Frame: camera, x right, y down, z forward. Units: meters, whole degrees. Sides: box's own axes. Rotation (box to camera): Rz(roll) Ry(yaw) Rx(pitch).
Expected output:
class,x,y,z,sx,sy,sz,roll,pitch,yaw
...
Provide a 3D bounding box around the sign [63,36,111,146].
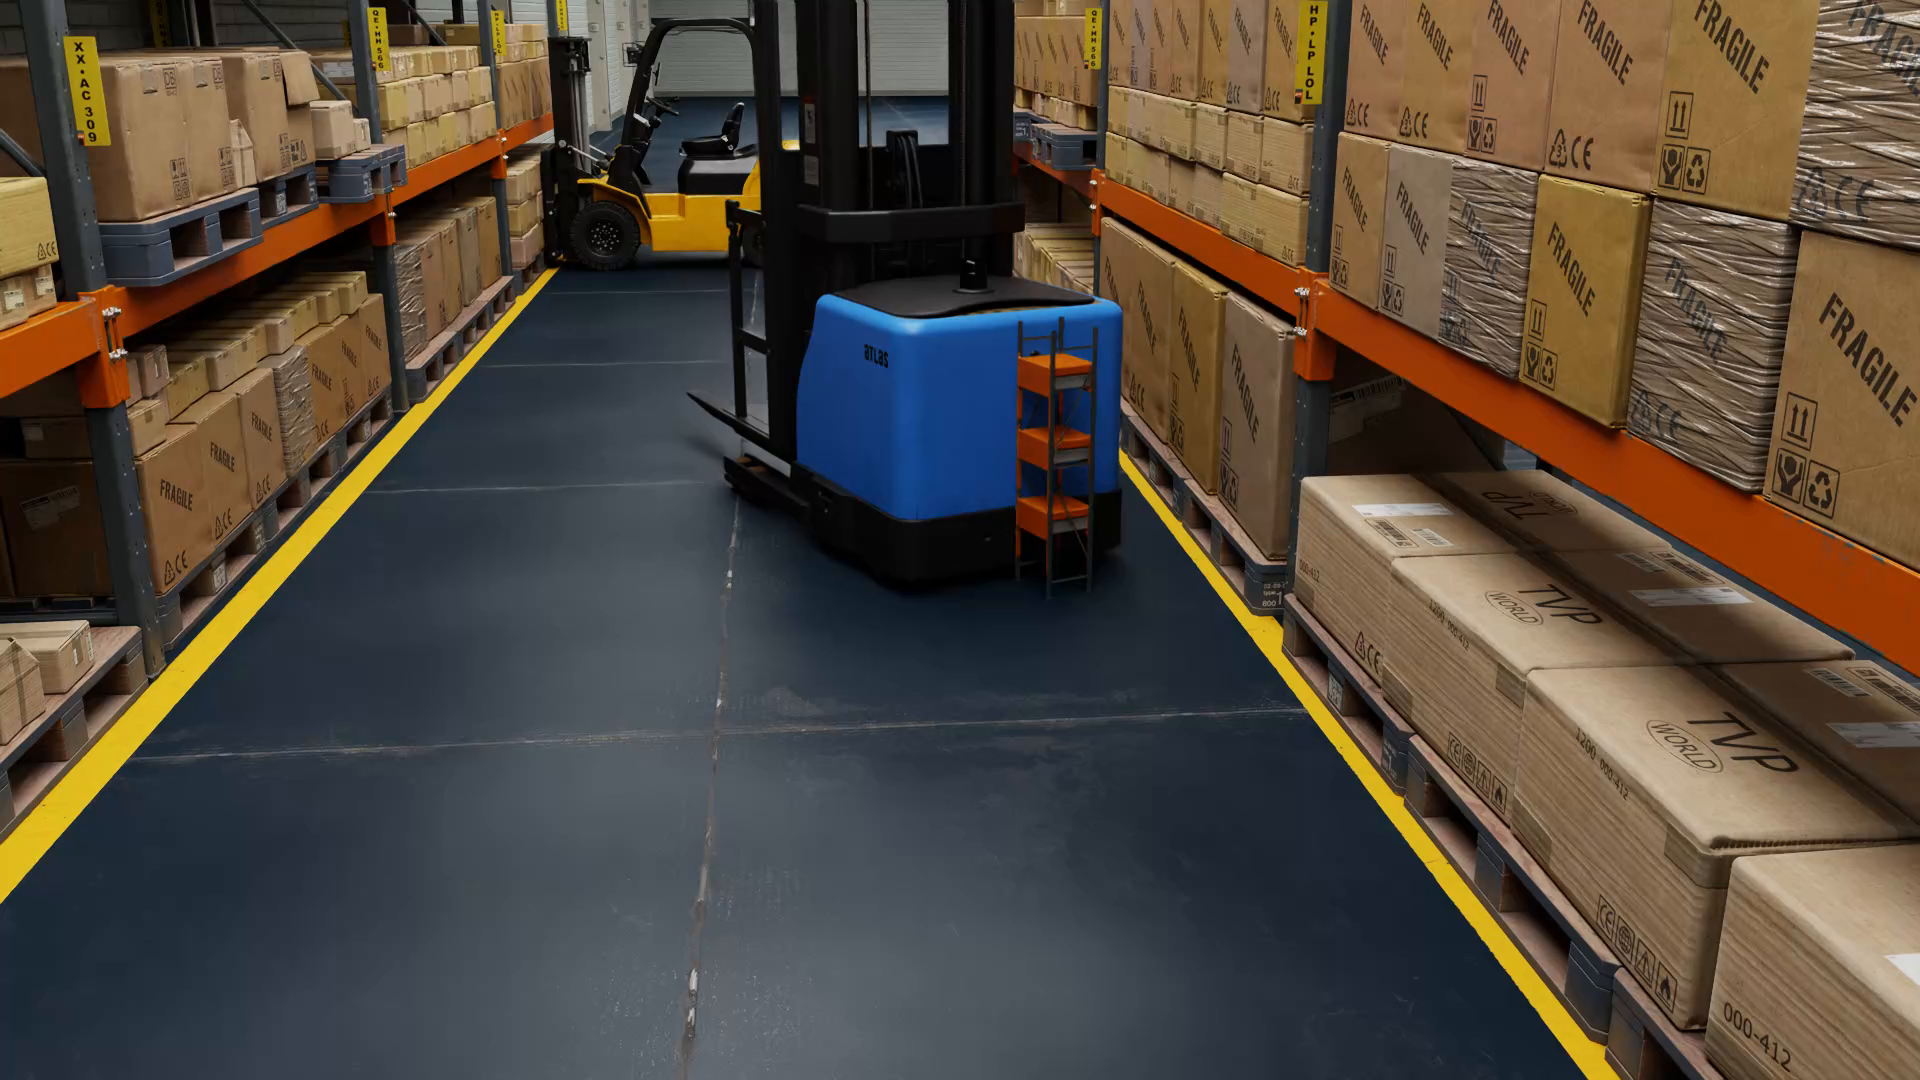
class,x,y,z,sx,sy,sz,roll,pitch,yaw
sign,-2.701,-1.386,5.138,0.100,0.325,0.005,-2,18,-6

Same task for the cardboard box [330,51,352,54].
class,x,y,z,sx,sy,sz,roll,pitch,yaw
cardboard box,-4.065,-3.050,10.635,0.380,0.149,0.250,-1,17,-4

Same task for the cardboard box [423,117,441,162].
class,x,y,z,sx,sy,sz,roll,pitch,yaw
cardboard box,-3.562,-2.517,10.436,0.500,0.250,0.500,-2,18,-7

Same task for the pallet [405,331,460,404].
class,x,y,z,sx,sy,sz,roll,pitch,yaw
pallet,-3.698,-1.061,10.206,1.003,0.211,1.213,-2,18,-6

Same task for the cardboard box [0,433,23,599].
class,x,y,z,sx,sy,sz,roll,pitch,yaw
cardboard box,-3.585,-0.099,5.955,0.500,0.500,0.500,-2,18,-6

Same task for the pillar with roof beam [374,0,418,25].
class,x,y,z,sx,sy,sz,roll,pitch,yaw
pillar with roof beam,-1.020,-7.289,15.370,9.100,9.000,0.400,-2,18,-6

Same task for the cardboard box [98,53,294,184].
class,x,y,z,sx,sy,sz,roll,pitch,yaw
cardboard box,-3.202,-1.741,6.846,0.700,0.500,0.500,-2,18,-6

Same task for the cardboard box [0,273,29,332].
class,x,y,z,sx,sy,sz,roll,pitch,yaw
cardboard box,-2.907,-0.670,4.722,0.380,0.149,0.250,-1,17,-4

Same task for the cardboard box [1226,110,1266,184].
class,x,y,z,sx,sy,sz,roll,pitch,yaw
cardboard box,1.351,-1.548,6.514,0.500,0.250,0.500,-1,17,-4

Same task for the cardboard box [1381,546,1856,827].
class,x,y,z,sx,sy,sz,roll,pitch,yaw
cardboard box,1.748,0.371,4.564,0.875,0.438,0.875,-2,18,-7

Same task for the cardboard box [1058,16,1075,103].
class,x,y,z,sx,sy,sz,roll,pitch,yaw
cardboard box,0.897,-2.970,10.266,0.500,0.500,0.500,-2,18,-7

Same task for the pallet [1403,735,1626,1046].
class,x,y,z,sx,sy,sz,roll,pitch,yaw
pallet,1.827,0.816,4.227,1.003,0.211,1.213,-2,18,-6

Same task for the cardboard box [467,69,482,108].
class,x,y,z,sx,sy,sz,roll,pitch,yaw
cardboard box,-3.700,-3.213,11.818,0.500,0.250,0.500,-2,18,-7

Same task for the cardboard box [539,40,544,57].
class,x,y,z,sx,sy,sz,roll,pitch,yaw
cardboard box,-4.141,-4.637,15.689,0.380,0.149,0.250,-1,17,-5

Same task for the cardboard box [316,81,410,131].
class,x,y,z,sx,sy,sz,roll,pitch,yaw
cardboard box,-3.430,-2.453,9.398,0.500,0.250,0.500,-2,18,-6

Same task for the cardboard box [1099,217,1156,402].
class,x,y,z,sx,sy,sz,roll,pitch,yaw
cardboard box,1.273,-1.278,9.086,0.875,0.875,0.875,-2,18,-6

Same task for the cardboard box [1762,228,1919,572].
class,x,y,z,sx,sy,sz,roll,pitch,yaw
cardboard box,1.760,-0.250,2.797,0.500,0.500,0.500,-2,18,-7

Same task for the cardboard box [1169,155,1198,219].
class,x,y,z,sx,sy,sz,roll,pitch,yaw
cardboard box,1.258,-1.619,7.576,0.500,0.250,0.500,-2,18,-6

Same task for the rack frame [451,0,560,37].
class,x,y,z,sx,sy,sz,roll,pitch,yaw
rack frame,-4.477,-4.529,16.595,1.000,3.000,0.127,-2,18,-6

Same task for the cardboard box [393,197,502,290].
class,x,y,z,sx,sy,sz,roll,pitch,yaw
cardboard box,-4.000,-2.249,12.598,0.875,0.625,0.625,-1,17,-3

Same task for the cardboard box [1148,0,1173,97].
class,x,y,z,sx,sy,sz,roll,pitch,yaw
cardboard box,1.191,-2.368,7.876,0.500,0.500,0.500,-1,17,-4

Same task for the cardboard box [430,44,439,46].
class,x,y,z,sx,sy,sz,roll,pitch,yaw
cardboard box,-4.433,-3.935,13.452,0.380,0.149,0.250,-1,17,-4

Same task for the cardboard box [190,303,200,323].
class,x,y,z,sx,sy,sz,roll,pitch,yaw
cardboard box,-3.867,-1.062,7.942,0.380,0.149,0.250,-3,18,-8

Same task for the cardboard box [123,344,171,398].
class,x,y,z,sx,sy,sz,roll,pitch,yaw
cardboard box,-3.087,-0.604,5.985,0.380,0.149,0.250,-3,18,-8

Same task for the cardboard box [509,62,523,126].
class,x,y,z,sx,sy,sz,roll,pitch,yaw
cardboard box,-3.921,-3.680,13.723,0.500,0.500,0.500,-1,17,-5

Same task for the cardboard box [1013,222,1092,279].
class,x,y,z,sx,sy,sz,roll,pitch,yaw
cardboard box,0.928,-2.282,13.124,0.950,0.372,0.625,-2,17,-5

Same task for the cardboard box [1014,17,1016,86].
class,x,y,z,sx,sy,sz,roll,pitch,yaw
cardboard box,0.635,-3.733,12.695,0.500,0.500,0.500,-1,17,-4

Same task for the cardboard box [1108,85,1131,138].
class,x,y,z,sx,sy,sz,roll,pitch,yaw
cardboard box,1.091,-2.308,8.937,0.500,0.250,0.500,-2,18,-6

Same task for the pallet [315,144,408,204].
class,x,y,z,sx,sy,sz,roll,pitch,yaw
pallet,-3.513,-1.854,8.395,1.213,0.211,1.003,-2,18,-6

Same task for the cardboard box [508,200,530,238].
class,x,y,z,sx,sy,sz,roll,pitch,yaw
cardboard box,-3.808,-2.618,13.562,0.500,0.250,0.500,-2,18,-6

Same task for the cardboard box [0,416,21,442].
class,x,y,z,sx,sy,sz,roll,pitch,yaw
cardboard box,-3.597,-0.450,5.991,0.380,0.149,0.250,-2,18,-6

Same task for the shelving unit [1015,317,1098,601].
class,x,y,z,sx,sy,sz,roll,pitch,yaw
shelving unit,0.368,-0.313,6.423,0.215,1.050,0.252,-9,20,-27

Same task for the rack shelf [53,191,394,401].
class,x,y,z,sx,sy,sz,roll,pitch,yaw
rack shelf,-3.446,-1.206,7.213,1.077,0.370,4.000,-2,18,-6

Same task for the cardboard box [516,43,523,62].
class,x,y,z,sx,sy,sz,roll,pitch,yaw
cardboard box,-3.896,-4.105,13.996,0.380,0.149,0.250,-2,18,-6

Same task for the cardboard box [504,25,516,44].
class,x,y,z,sx,sy,sz,roll,pitch,yaw
cardboard box,-3.879,-4.171,13.709,0.380,0.149,0.250,-1,17,-4

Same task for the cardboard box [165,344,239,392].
class,x,y,z,sx,sy,sz,roll,pitch,yaw
cardboard box,-3.186,-0.699,6.785,0.380,0.149,0.250,-2,18,-6

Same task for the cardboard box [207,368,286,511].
class,x,y,z,sx,sy,sz,roll,pitch,yaw
cardboard box,-3.178,-0.420,6.978,0.500,0.500,0.500,-2,18,-7

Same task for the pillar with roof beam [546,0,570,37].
class,x,y,z,sx,sy,sz,roll,pitch,yaw
pillar with roof beam,-2.258,-10.864,26.758,9.100,9.000,0.400,-2,18,-6

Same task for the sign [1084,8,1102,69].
class,x,y,z,sx,sy,sz,roll,pitch,yaw
sign,0.746,-2.795,9.271,0.100,0.325,0.005,-2,18,-6

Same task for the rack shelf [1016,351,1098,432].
class,x,y,z,sx,sy,sz,roll,pitch,yaw
rack shelf,0.368,-0.574,6.341,0.215,0.259,0.240,-9,20,-27

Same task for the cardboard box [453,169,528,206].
class,x,y,z,sx,sy,sz,roll,pitch,yaw
cardboard box,-3.803,-2.856,13.488,0.500,0.250,0.500,-2,18,-6

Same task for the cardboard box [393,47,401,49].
class,x,y,z,sx,sy,sz,roll,pitch,yaw
cardboard box,-4.267,-3.501,12.072,0.380,0.149,0.250,-2,18,-7

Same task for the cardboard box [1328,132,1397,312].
class,x,y,z,sx,sy,sz,roll,pitch,yaw
cardboard box,1.485,-1.008,5.213,0.500,0.500,0.500,-1,17,-4

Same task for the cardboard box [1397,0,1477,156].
class,x,y,z,sx,sy,sz,roll,pitch,yaw
cardboard box,1.551,-1.333,4.578,0.500,0.500,0.500,-2,18,-6

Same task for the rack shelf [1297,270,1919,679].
class,x,y,z,sx,sy,sz,roll,pitch,yaw
rack shelf,1.903,-0.169,3.909,1.077,0.370,4.000,-2,18,-6

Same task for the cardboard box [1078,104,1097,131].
class,x,y,z,sx,sy,sz,roll,pitch,yaw
cardboard box,0.917,-2.548,10.005,0.380,0.149,0.250,-2,17,-5

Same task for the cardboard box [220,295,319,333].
class,x,y,z,sx,sy,sz,roll,pitch,yaw
cardboard box,-3.325,-1.083,8.008,0.380,0.149,0.250,-1,17,-4

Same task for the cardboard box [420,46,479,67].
class,x,y,z,sx,sy,sz,roll,pitch,yaw
cardboard box,-3.809,-3.599,12.384,0.380,0.149,0.250,-1,17,-4

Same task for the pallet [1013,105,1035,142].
class,x,y,z,sx,sy,sz,roll,pitch,yaw
pallet,0.806,-3.168,12.580,1.003,0.211,1.213,-2,18,-6

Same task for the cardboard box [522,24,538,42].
class,x,y,z,sx,sy,sz,roll,pitch,yaw
cardboard box,-4.000,-4.551,14.918,0.380,0.149,0.250,-1,17,-5

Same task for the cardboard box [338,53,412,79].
class,x,y,z,sx,sy,sz,roll,pitch,yaw
cardboard box,-3.513,-2.839,9.963,0.380,0.149,0.250,-2,17,-5

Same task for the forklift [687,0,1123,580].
class,x,y,z,sx,sy,sz,roll,pitch,yaw
forklift,-0.469,-1.636,7.494,1.130,2.935,3.031,-9,20,-27

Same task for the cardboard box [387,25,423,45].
class,x,y,z,sx,sy,sz,roll,pitch,yaw
cardboard box,-4.398,-3.922,12.915,0.380,0.149,0.250,-2,18,-6

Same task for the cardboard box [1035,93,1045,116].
class,x,y,z,sx,sy,sz,roll,pitch,yaw
cardboard box,0.721,-3.008,11.470,0.380,0.149,0.250,-1,17,-4

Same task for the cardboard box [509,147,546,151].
class,x,y,z,sx,sy,sz,roll,pitch,yaw
cardboard box,-4.061,-3.615,15.904,0.500,0.250,0.500,-1,17,-5
